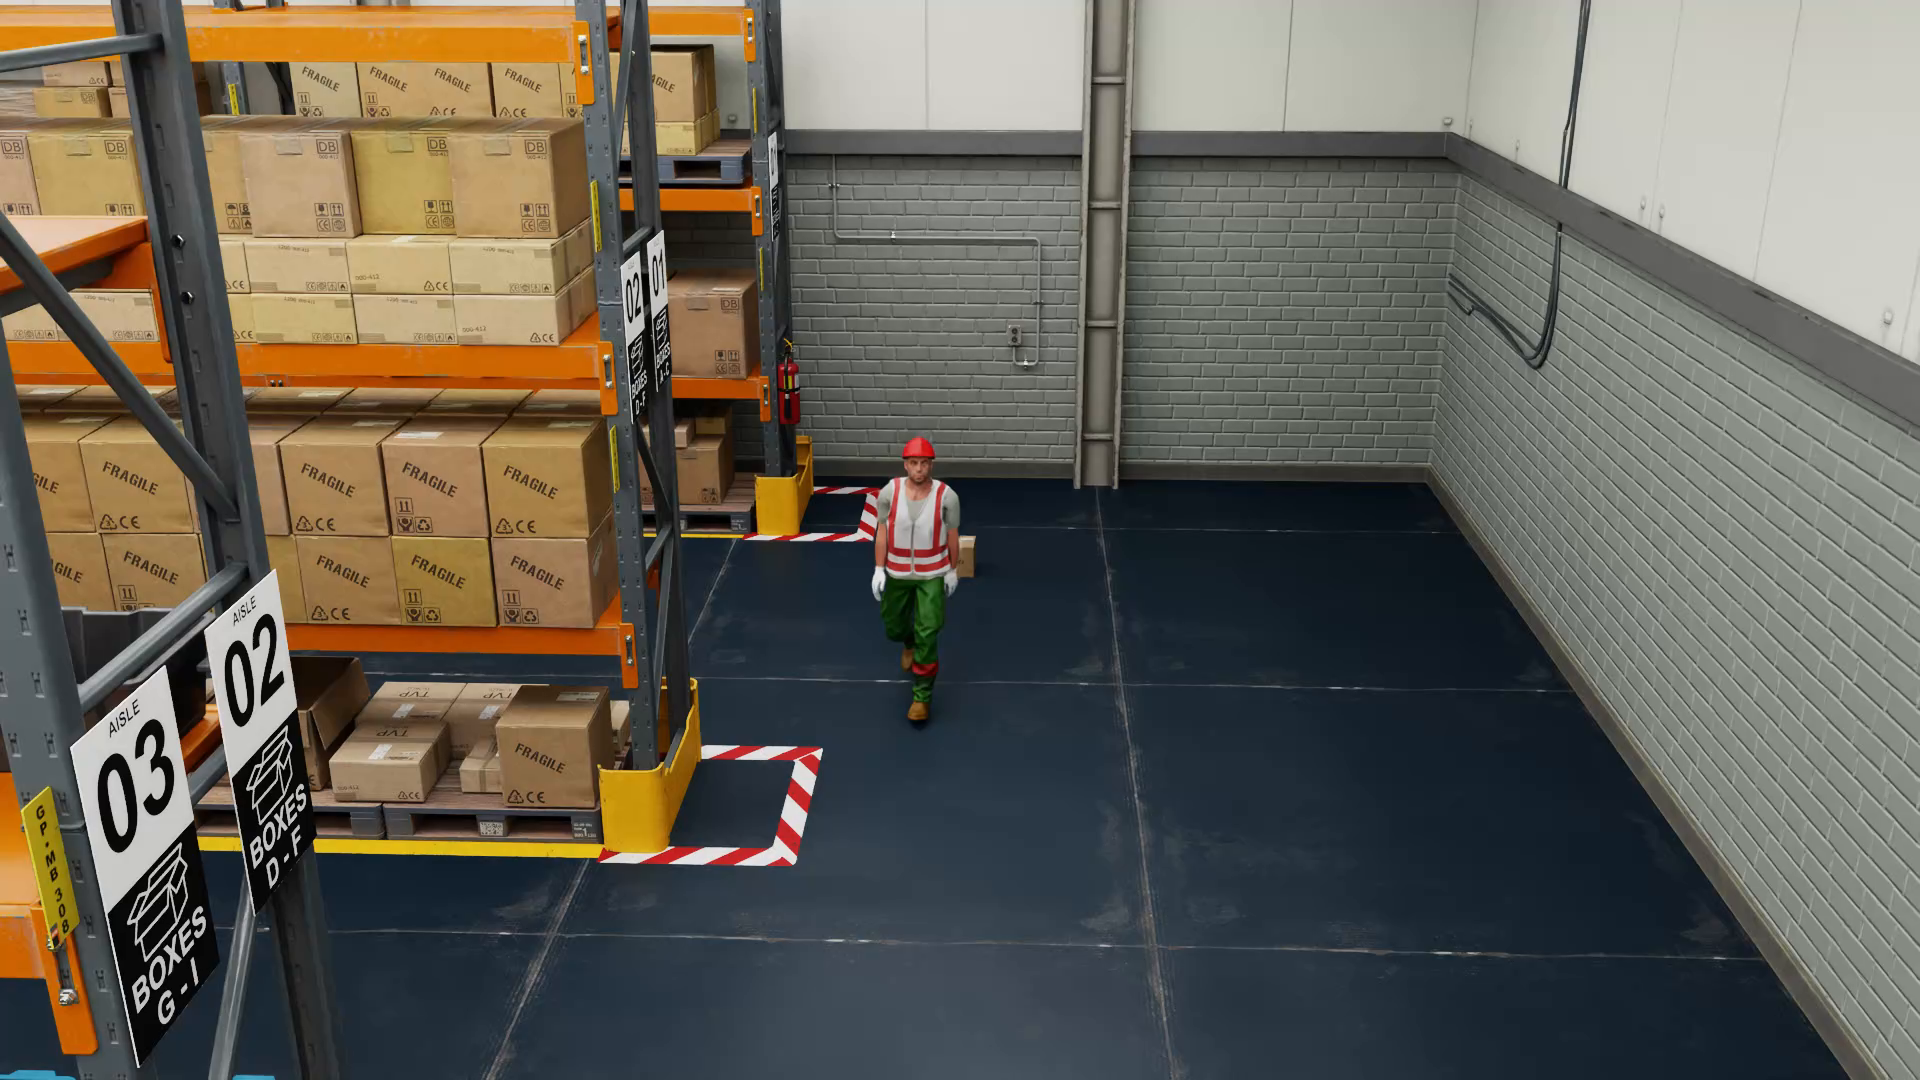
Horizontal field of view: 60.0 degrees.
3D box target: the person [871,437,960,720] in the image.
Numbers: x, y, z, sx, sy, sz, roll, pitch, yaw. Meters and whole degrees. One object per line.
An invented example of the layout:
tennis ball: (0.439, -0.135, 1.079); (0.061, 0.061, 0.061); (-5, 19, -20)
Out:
person: (-0.271, 0.191, 10.501); (0.541, 1.761, 0.864); (4, 21, 9)
